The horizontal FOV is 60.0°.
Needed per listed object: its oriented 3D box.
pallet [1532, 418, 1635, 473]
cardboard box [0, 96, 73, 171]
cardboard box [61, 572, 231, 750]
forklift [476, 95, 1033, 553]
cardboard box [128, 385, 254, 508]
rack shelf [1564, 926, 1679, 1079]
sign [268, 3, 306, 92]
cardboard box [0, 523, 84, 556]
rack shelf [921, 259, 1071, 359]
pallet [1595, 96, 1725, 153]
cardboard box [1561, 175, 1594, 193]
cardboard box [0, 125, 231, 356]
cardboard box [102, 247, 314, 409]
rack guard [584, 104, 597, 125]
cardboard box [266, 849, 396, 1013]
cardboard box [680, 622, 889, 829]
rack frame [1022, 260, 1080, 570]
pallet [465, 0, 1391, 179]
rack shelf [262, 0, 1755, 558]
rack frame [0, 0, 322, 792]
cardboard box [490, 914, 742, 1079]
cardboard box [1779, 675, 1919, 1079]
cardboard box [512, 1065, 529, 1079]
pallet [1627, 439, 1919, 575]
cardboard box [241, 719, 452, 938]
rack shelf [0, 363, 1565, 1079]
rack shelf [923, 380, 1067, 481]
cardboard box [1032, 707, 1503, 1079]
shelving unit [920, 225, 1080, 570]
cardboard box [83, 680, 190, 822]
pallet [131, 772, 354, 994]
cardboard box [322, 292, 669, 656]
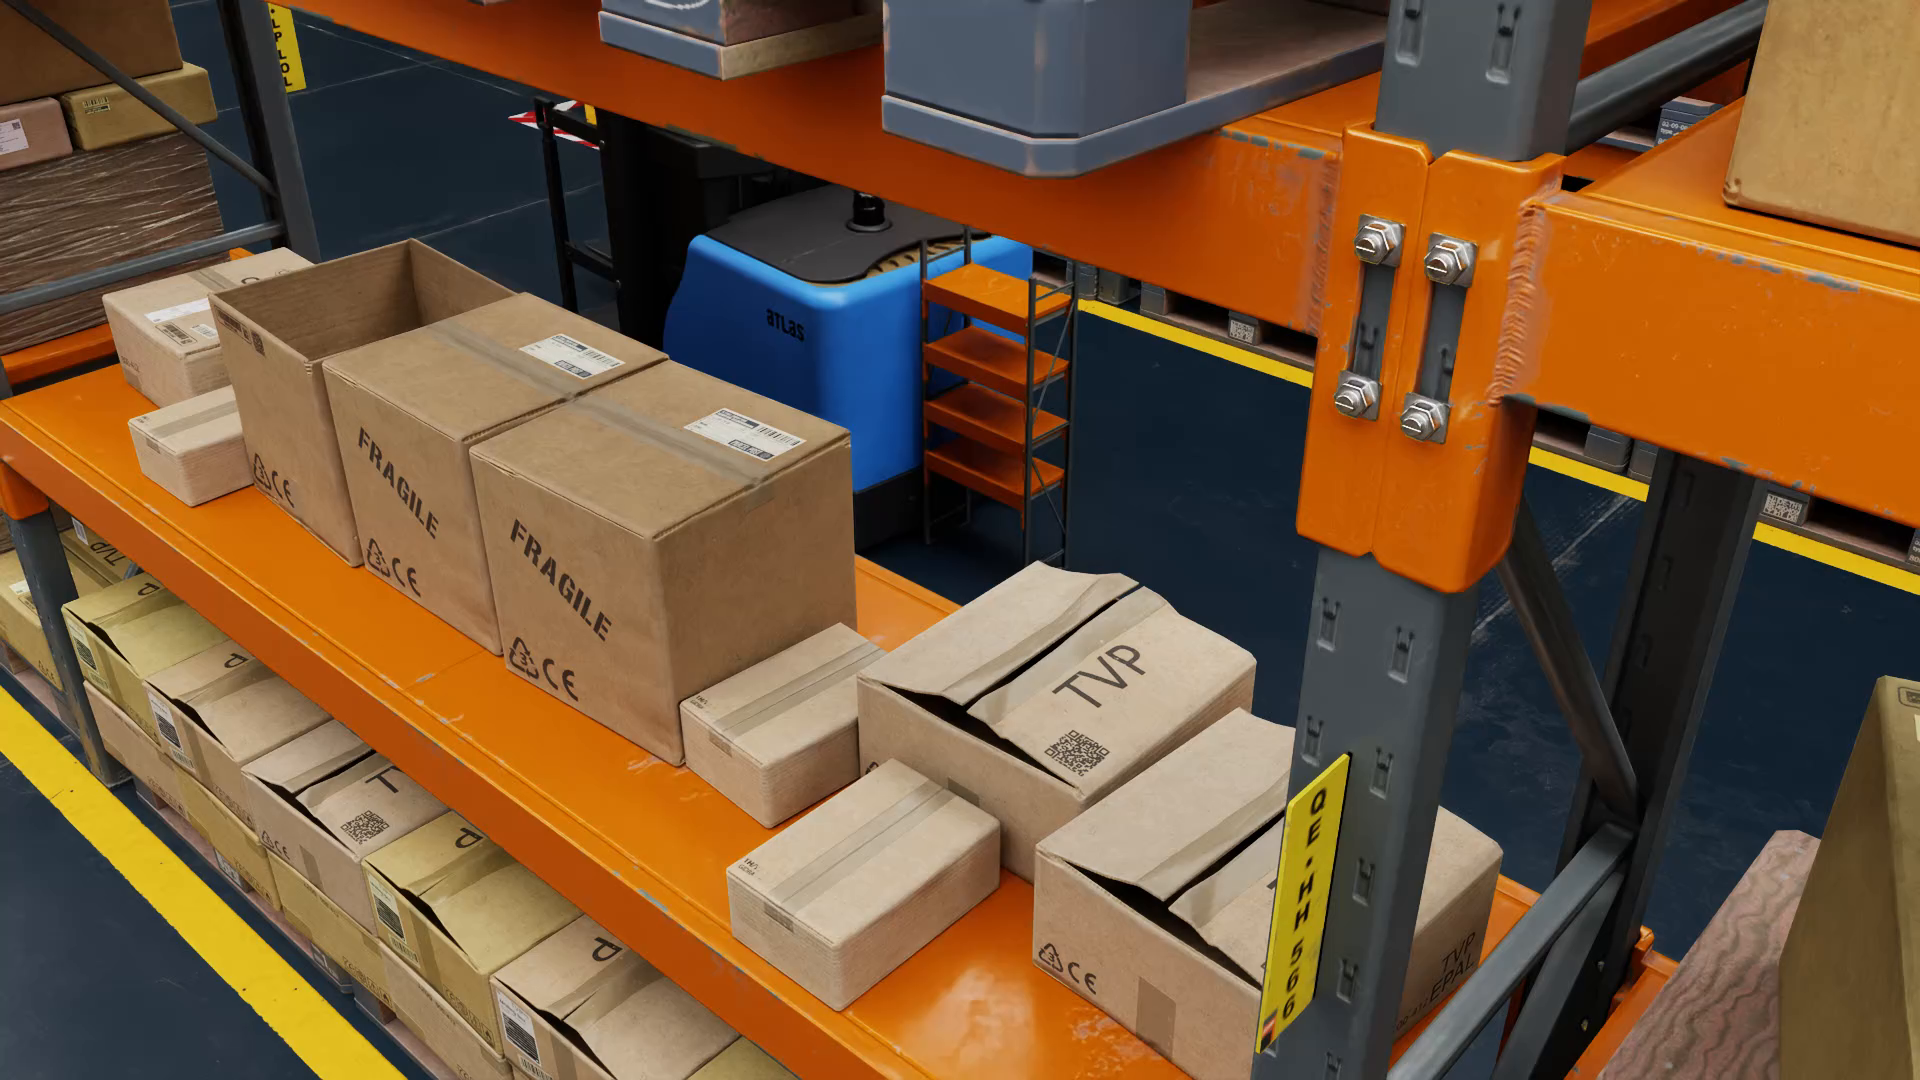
[{"bbox_3d":[2.545,-0.752,7.294,1.213,0.211,1.003,25,39,35],"label":"pallet"},{"bbox_3d":[-2.608,-1.075,4.401,0.250,0.149,0.380,25,39,35],"label":"cardboard box"},{"bbox_3d":[-2.124,0.254,4.635,0.500,0.311,0.500,25,39,35],"label":"cardboard box"},{"bbox_3d":[-1.072,-1.874,6.521,1.130,2.935,3.031,-25,39,-35],"label":"forklift"},{"bbox_3d":[-1.743,-0.250,4.000,0.250,0.149,0.380,25,39,35],"label":"cardboard box"},{"bbox_3d":[2.186,1.643,1.310,4.000,0.370,1.077,25,39,35],"label":"rack shelf"},{"bbox_3d":[-1.906,-1.415,4.646,0.005,0.325,0.100,25,39,35],"label":"sign"},{"bbox_3d":[-3.118,0.002,5.597,0.500,0.250,0.500,25,39,35],"label":"cardboard box"},{"bbox_3d":[0.129,-0.789,5.635,0.480,0.148,0.258,26,40,36],"label":"rack shelf"},{"bbox_3d":[2.529,-1.840,6.585,1.213,0.211,1.003,25,39,35],"label":"pallet"},{"bbox_3d":[2.690,-1.319,6.802,0.500,0.250,0.500,25,39,35],"label":"cardboard box"},{"bbox_3d":[-2.596,-0.936,4.800,0.500,0.500,0.700,24,38,34],"label":"cardboard box"},{"bbox_3d":[-1.869,-0.524,4.358,0.500,0.250,0.500,-27,40,-37],"label":"cardboard box"},{"bbox_3d":[-1.851,-2.925,10.624,0.348,0.500,1.175,25,39,35],"label":"rack guard"},{"bbox_3d":[-1.366,0.846,4.195,0.500,0.250,0.500,24,38,34],"label":"cardboard box"},{"bbox_3d":[-0.281,0.330,3.037,0.380,0.149,0.250,-26,40,-36],"label":"cardboard box"},{"bbox_3d":[0.307,-0.366,5.695,0.015,1.200,0.240,26,40,36],"label":"rack frame"},{"bbox_3d":[0.139,-0.763,1.883,1.003,0.211,1.213,27,40,37],"label":"pallet"},{"bbox_3d":[-0.780,-1.027,2.836,4.000,0.370,1.077,25,39,35],"label":"rack shelf"},{"bbox_3d":[-2.263,-0.742,4.574,0.127,3.000,1.000,25,39,35],"label":"rack frame"},{"bbox_3d":[-0.613,0.960,3.462,0.500,0.311,0.500,25,39,35],"label":"cardboard box"},{"bbox_3d":[1.245,0.594,1.850,0.500,0.500,0.700,12,33,19],"label":"cardboard box"},{"bbox_3d":[-0.607,1.199,3.608,0.500,0.250,0.500,26,40,36],"label":"cardboard box"},{"bbox_3d":[3.446,-0.330,6.593,1.213,0.211,1.003,25,39,35],"label":"pallet"},{"bbox_3d":[-1.372,0.608,4.047,0.500,0.311,0.500,24,38,34],"label":"cardboard box"},{"bbox_3d":[-0.780,0.258,3.610,4.000,0.370,1.077,25,39,35],"label":"rack shelf"},{"bbox_3d":[0.129,-0.395,5.873,0.480,0.148,0.258,26,40,36],"label":"rack shelf"},{"bbox_3d":[0.462,0.538,2.535,0.500,0.311,0.500,-27,40,-37],"label":"cardboard box"},{"bbox_3d":[0.129,-0.452,5.838,0.503,1.200,0.258,26,40,36],"label":"shelving unit"},{"bbox_3d":[-2.130,0.490,4.786,0.500,0.250,0.500,24,38,34],"label":"cardboard box"},{"bbox_3d":[-1.691,0.693,4.895,1.213,0.211,1.003,25,39,35],"label":"pallet"},{"bbox_3d":[-0.943,-0.157,3.506,0.500,0.500,0.500,25,39,35],"label":"cardboard box"}]
